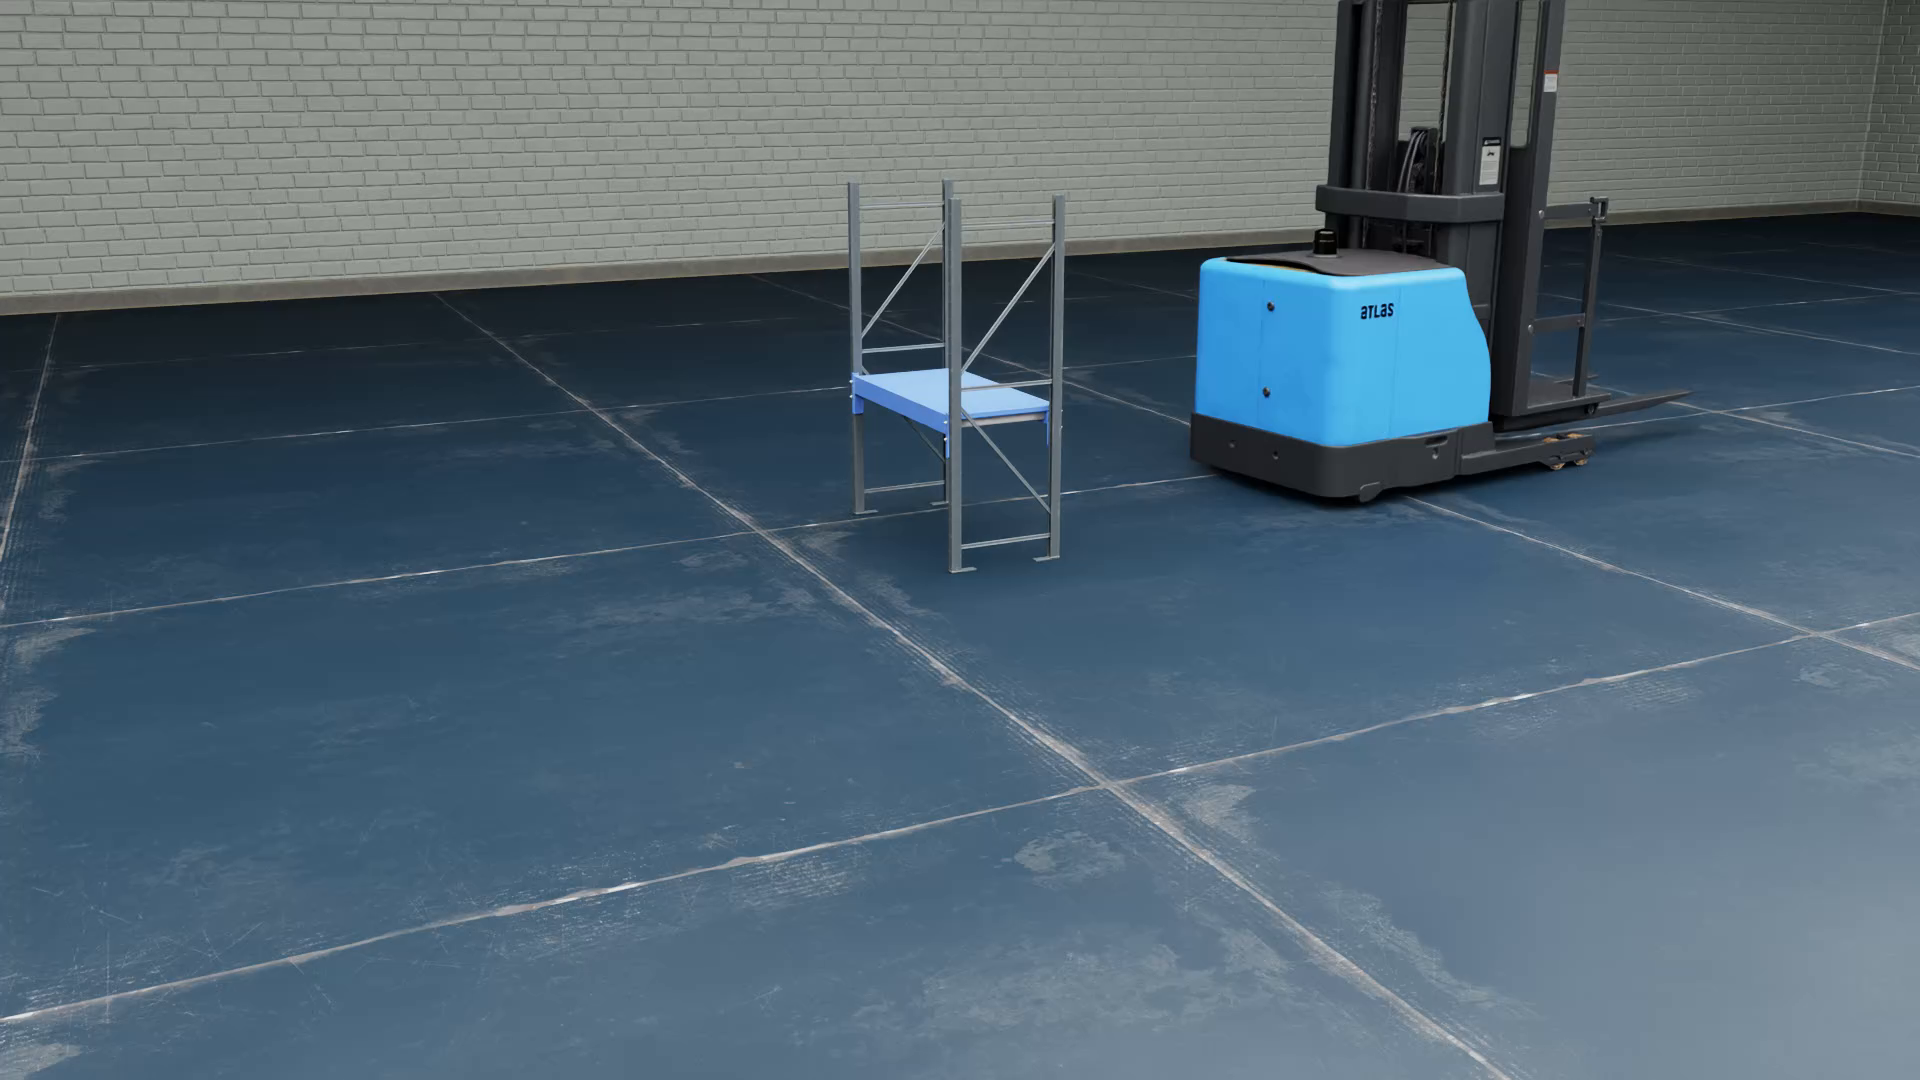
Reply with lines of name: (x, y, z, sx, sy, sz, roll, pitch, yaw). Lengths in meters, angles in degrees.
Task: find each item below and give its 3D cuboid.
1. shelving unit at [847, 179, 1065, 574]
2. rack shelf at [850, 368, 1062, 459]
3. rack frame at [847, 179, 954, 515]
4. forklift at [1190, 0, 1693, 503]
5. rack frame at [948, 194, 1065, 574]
shelving unit: (-0.037, -0.742, 7.117, 0.538, 1.500, 1.048, -8, 18, -25)
rack shelf: (-0.037, -0.569, 7.167, 0.538, 0.185, 1.000, -8, 18, -25)
rack frame: (-0.260, -0.868, 7.557, 0.500, 1.500, 0.032, -8, 18, -25)
forklift: (2.676, -1.874, 8.468, 3.031, 2.935, 1.130, -10, 19, -32)
rack frame: (0.185, -0.616, 6.678, 0.500, 1.500, 0.032, -8, 18, -25)
